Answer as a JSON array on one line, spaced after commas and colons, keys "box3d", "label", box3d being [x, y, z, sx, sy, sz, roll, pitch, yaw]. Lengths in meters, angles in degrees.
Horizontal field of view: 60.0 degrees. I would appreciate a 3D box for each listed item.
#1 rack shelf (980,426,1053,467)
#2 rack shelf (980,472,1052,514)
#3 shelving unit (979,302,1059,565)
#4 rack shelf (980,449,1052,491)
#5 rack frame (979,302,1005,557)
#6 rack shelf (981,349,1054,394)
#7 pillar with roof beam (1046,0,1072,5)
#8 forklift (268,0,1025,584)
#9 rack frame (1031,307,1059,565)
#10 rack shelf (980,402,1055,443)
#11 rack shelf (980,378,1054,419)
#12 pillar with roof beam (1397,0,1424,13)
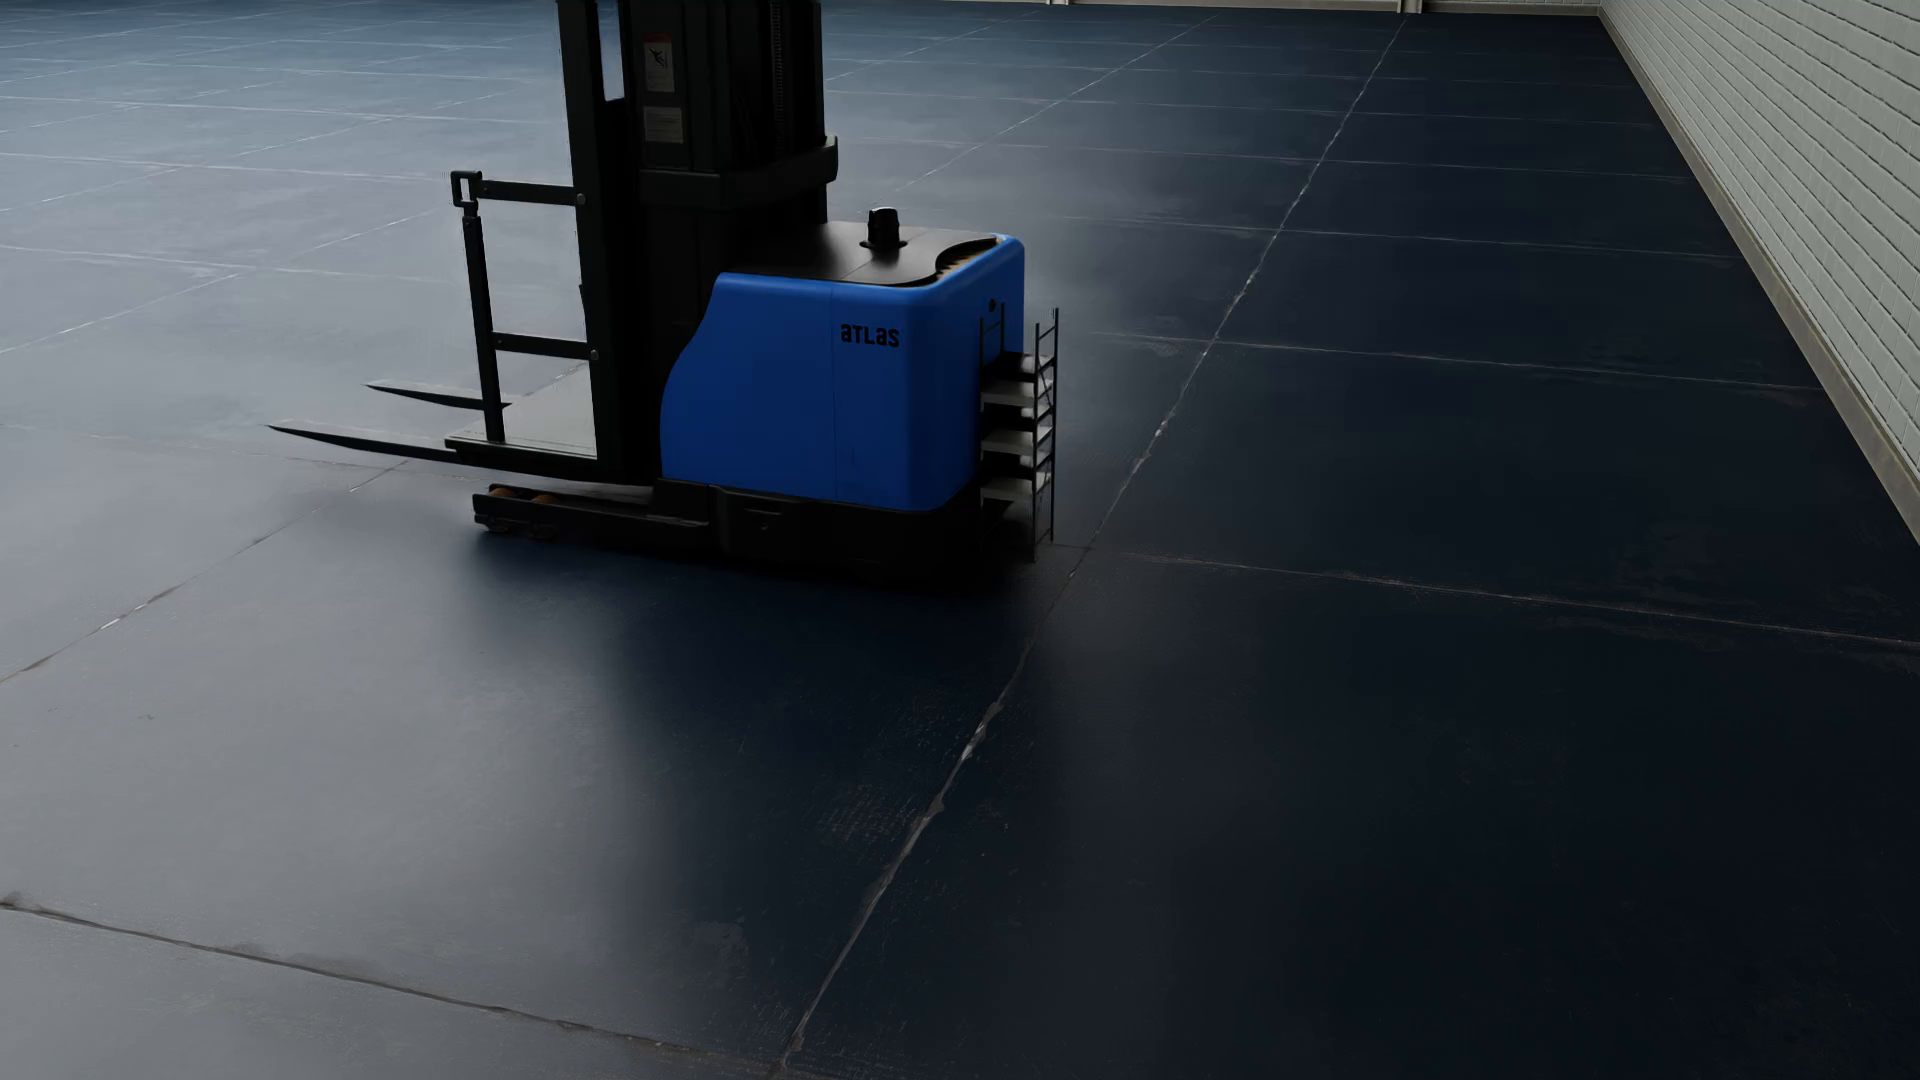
[{"box3d": [0.211, -0.352, 6.029, 0.200, 0.077, 0.258, 8, 24, 19], "label": "rack shelf"}, {"box3d": [0.211, -0.185, 6.098, 0.200, 0.077, 0.258, 8, 24, 19], "label": "rack shelf"}, {"box3d": [0.211, -0.382, 6.017, 0.210, 0.900, 0.258, 8, 24, 19], "label": "shelving unit"}, {"box3d": [0.211, -0.268, 6.063, 0.200, 0.077, 0.258, 8, 24, 19], "label": "rack shelf"}, {"box3d": [0.116, -0.396, 6.050, 0.006, 0.900, 0.240, 8, 24, 19], "label": "rack frame"}, {"box3d": [0.211, -0.601, 5.927, 0.200, 0.077, 0.258, 8, 24, 19], "label": "rack shelf"}, {"box3d": [0.511, -12.059, 23.811, 0.400, 9.000, 9.100, 7, 23, 16], "label": "pillar with roof beam"}, {"box3d": [-1.315, -1.536, 6.152, 3.031, 2.935, 1.130, 8, 24, 19], "label": "forklift"}, {"box3d": [0.306, -0.369, 5.983, 0.006, 0.900, 0.240, 8, 24, 19], "label": "rack frame"}, {"box3d": [0.211, -0.435, 5.995, 0.200, 0.077, 0.258, 8, 24, 19], "label": "rack shelf"}, {"box3d": [0.211, -0.518, 5.961, 0.200, 0.077, 0.258, 8, 24, 19], "label": "rack shelf"}, {"box3d": [6.255, -11.401, 22.208, 0.400, 9.000, 9.100, 7, 23, 16], "label": "pillar with roof beam"}]
